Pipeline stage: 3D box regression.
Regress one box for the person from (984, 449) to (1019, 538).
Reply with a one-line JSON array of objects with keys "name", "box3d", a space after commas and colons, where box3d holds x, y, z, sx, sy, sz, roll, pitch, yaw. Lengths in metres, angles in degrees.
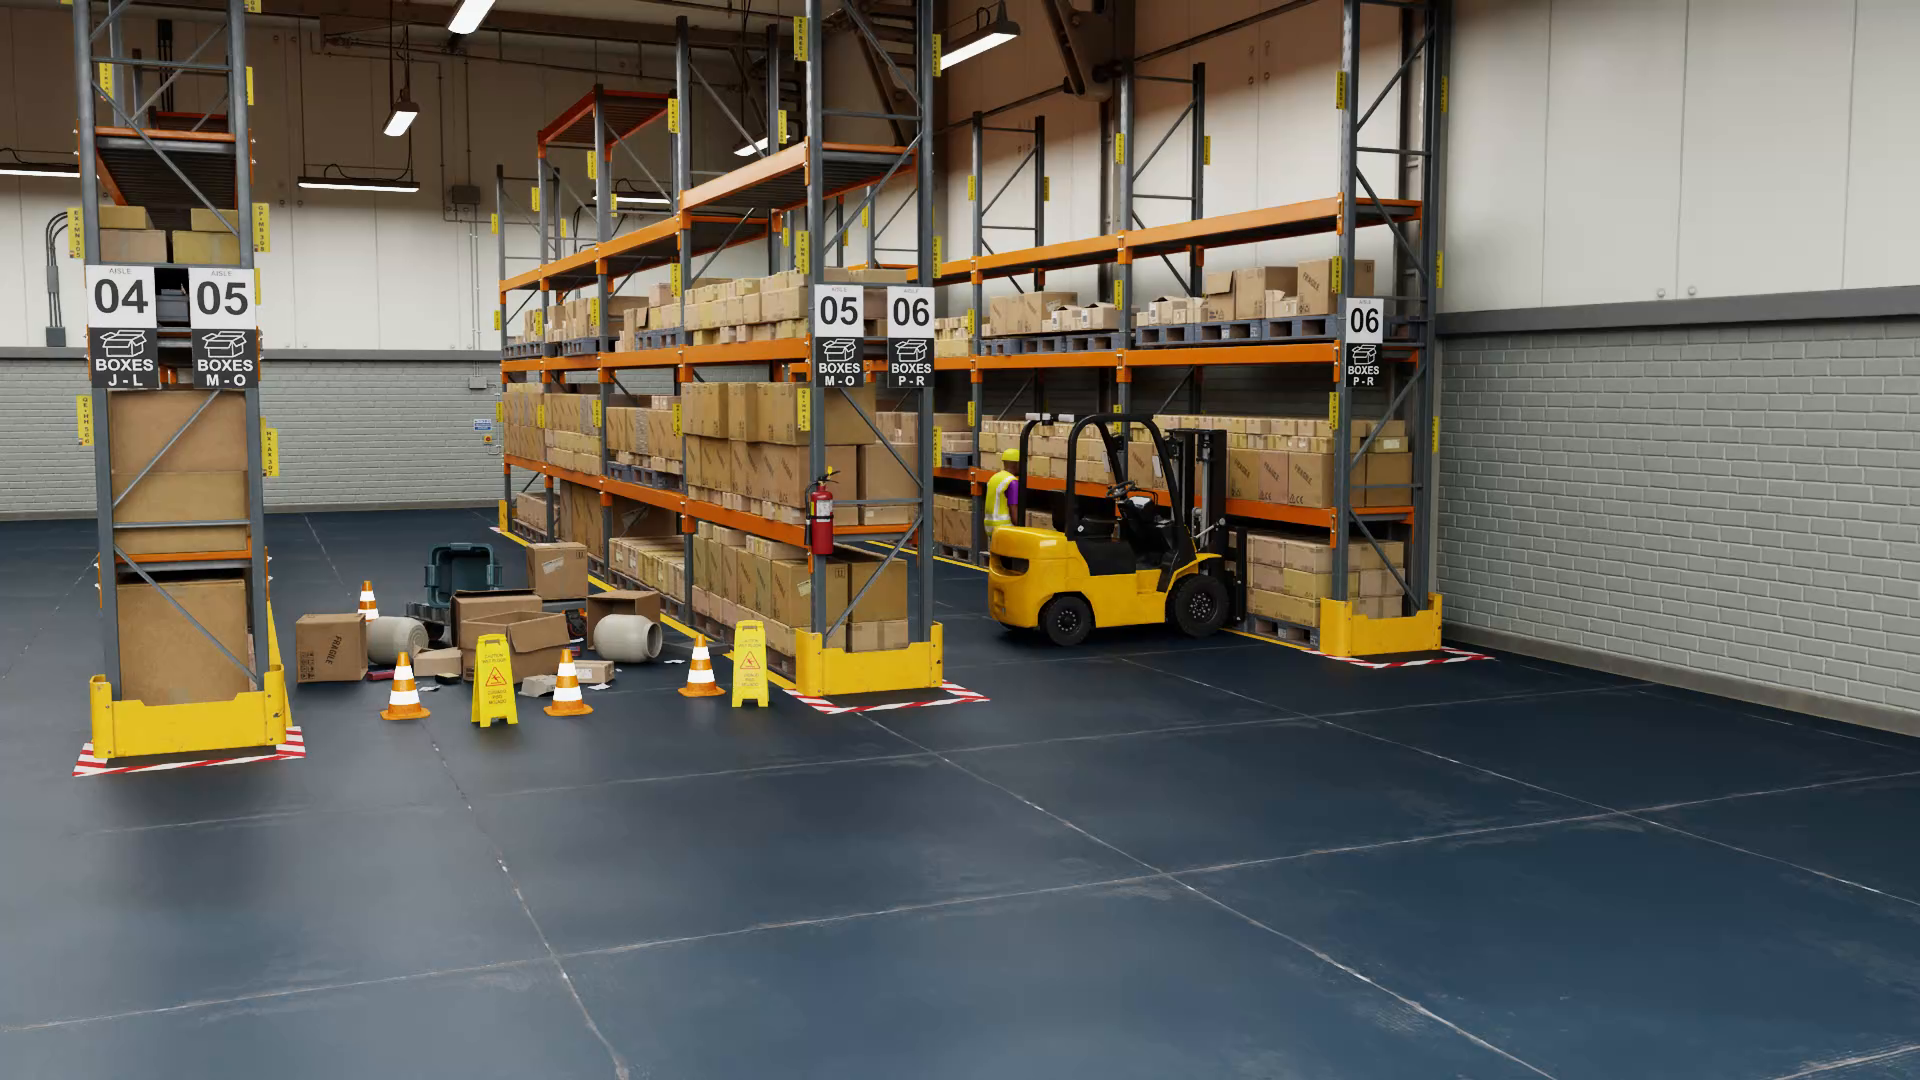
[{"name": "person", "box3d": [0.506, -0.082, 17.534, 0.457, 1.761, 0.626, -2, 6, -24]}]
